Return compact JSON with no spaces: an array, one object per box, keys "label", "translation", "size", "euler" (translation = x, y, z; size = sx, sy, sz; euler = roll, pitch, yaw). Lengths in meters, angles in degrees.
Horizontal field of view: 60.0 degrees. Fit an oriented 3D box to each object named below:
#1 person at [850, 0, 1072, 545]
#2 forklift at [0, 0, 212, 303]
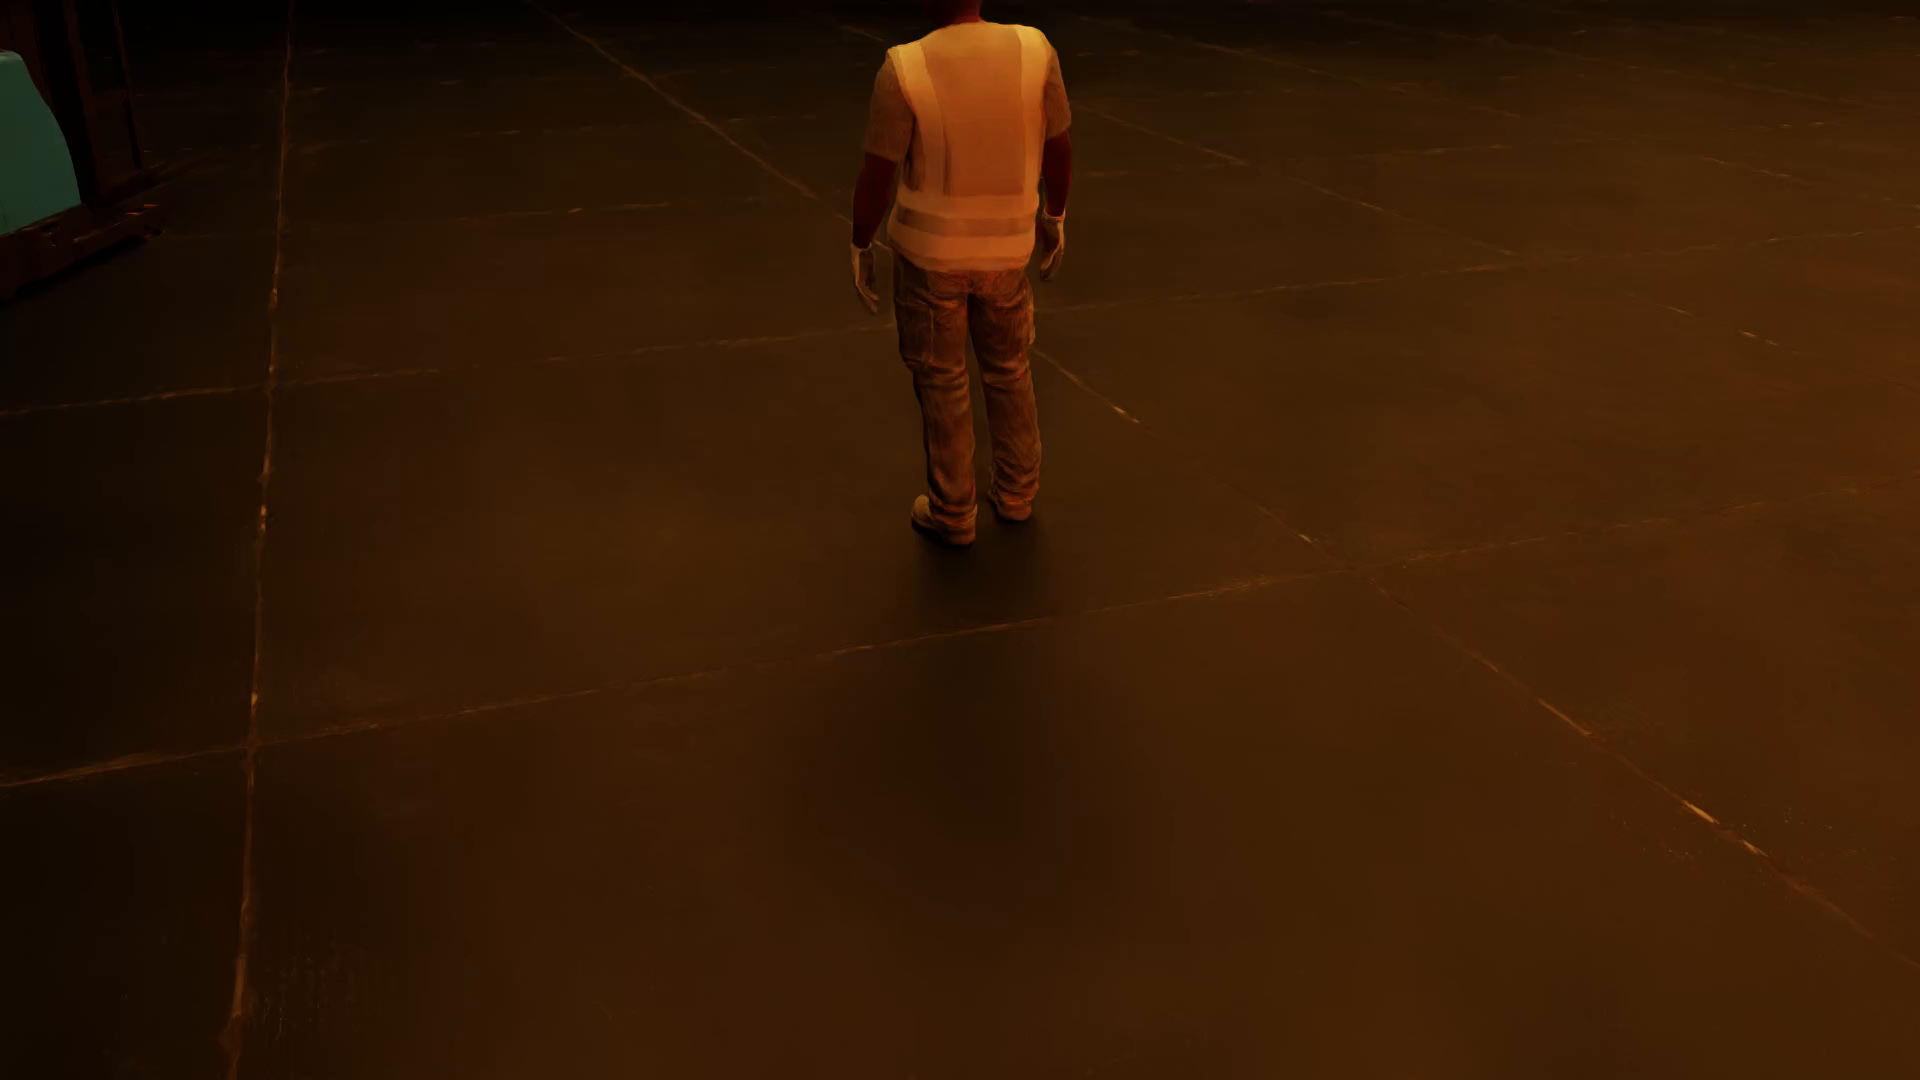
[{"label":"person","translation":[-0.017,-0.856,4.796],"size":[0.655,1.782,0.575],"euler":[-8,24,-18]},{"label":"forklift","translation":[-4.872,-2.912,8.222],"size":[1.130,2.935,3.031],"euler":[0,23,0]}]
